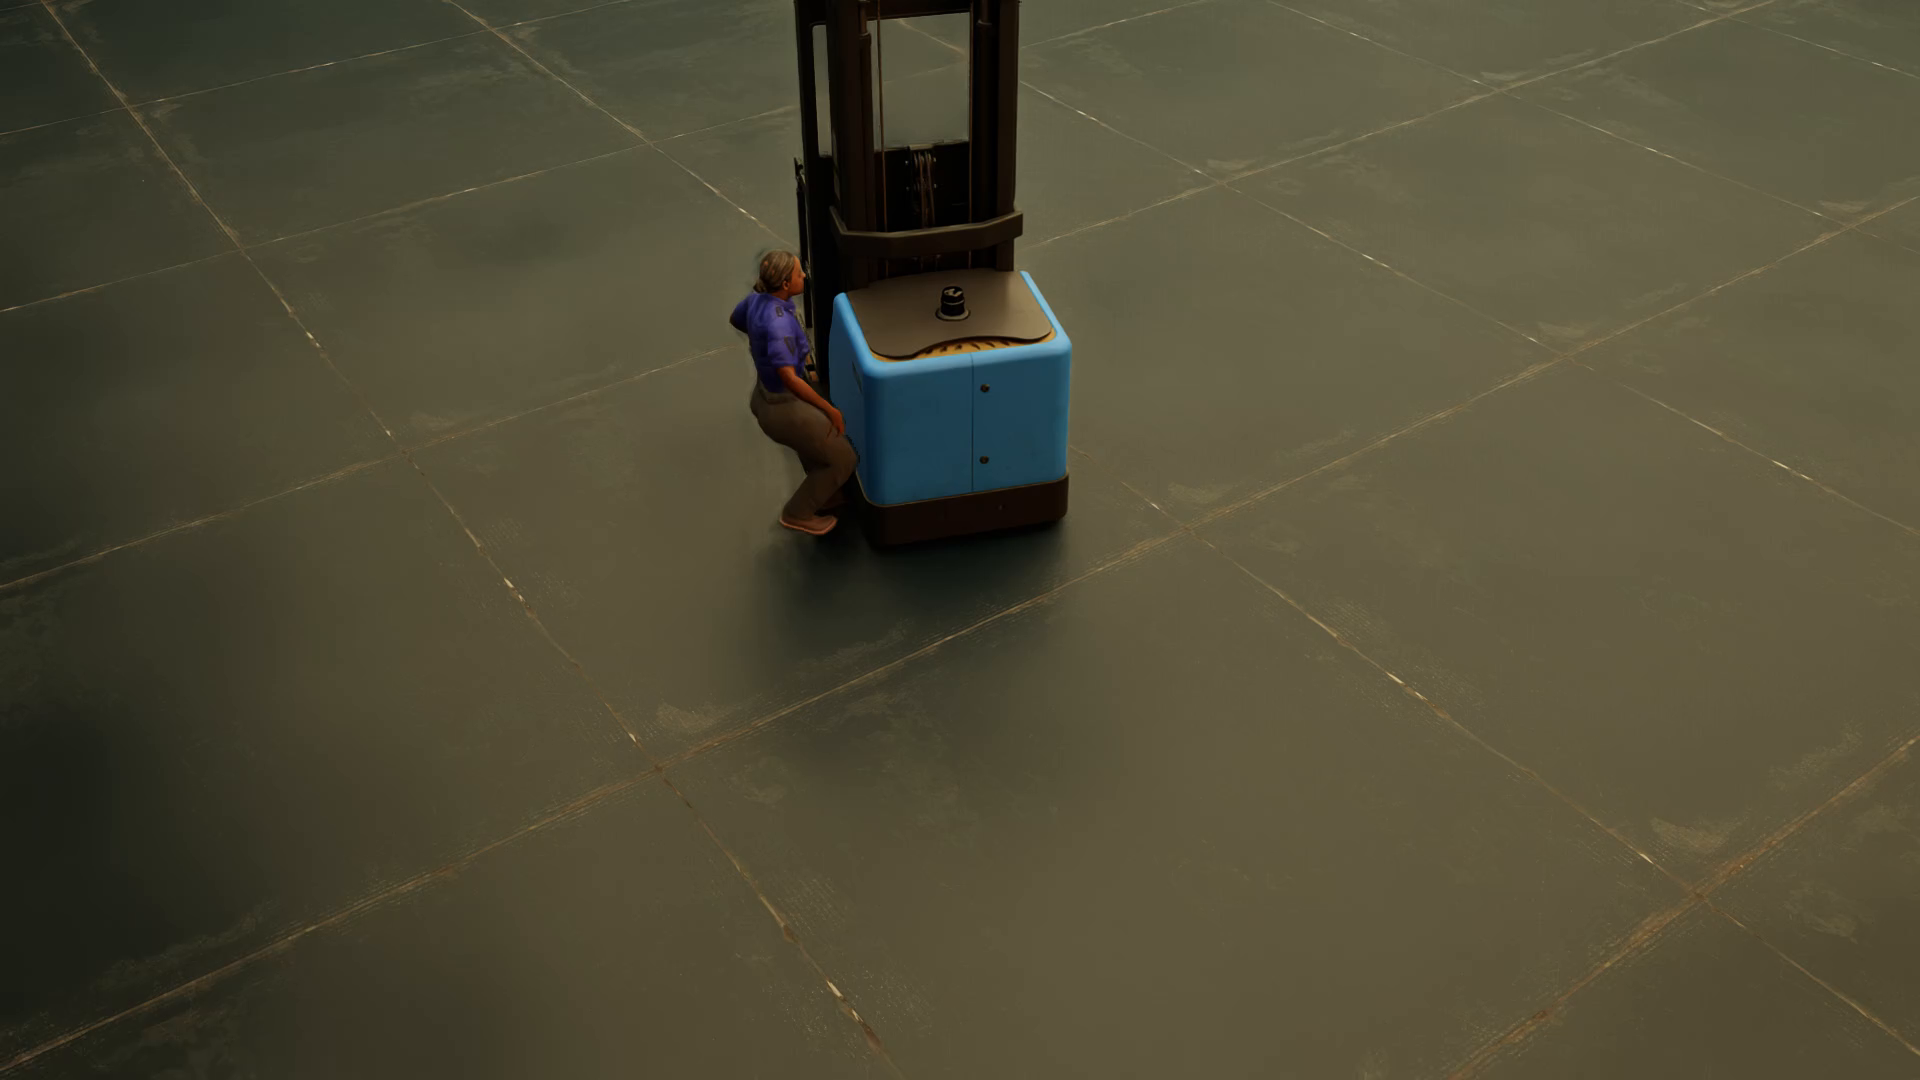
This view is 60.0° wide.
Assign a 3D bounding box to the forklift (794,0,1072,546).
[{"bbox_3d":[-0.314,-2.027,8.686,1.130,2.935,3.031,-9,37,-12],"label":"forklift"}]

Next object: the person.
[{"bbox_3d":[-0.711,-0.698,8.043,0.620,1.581,0.883,-12,38,-16],"label":"person"}]
